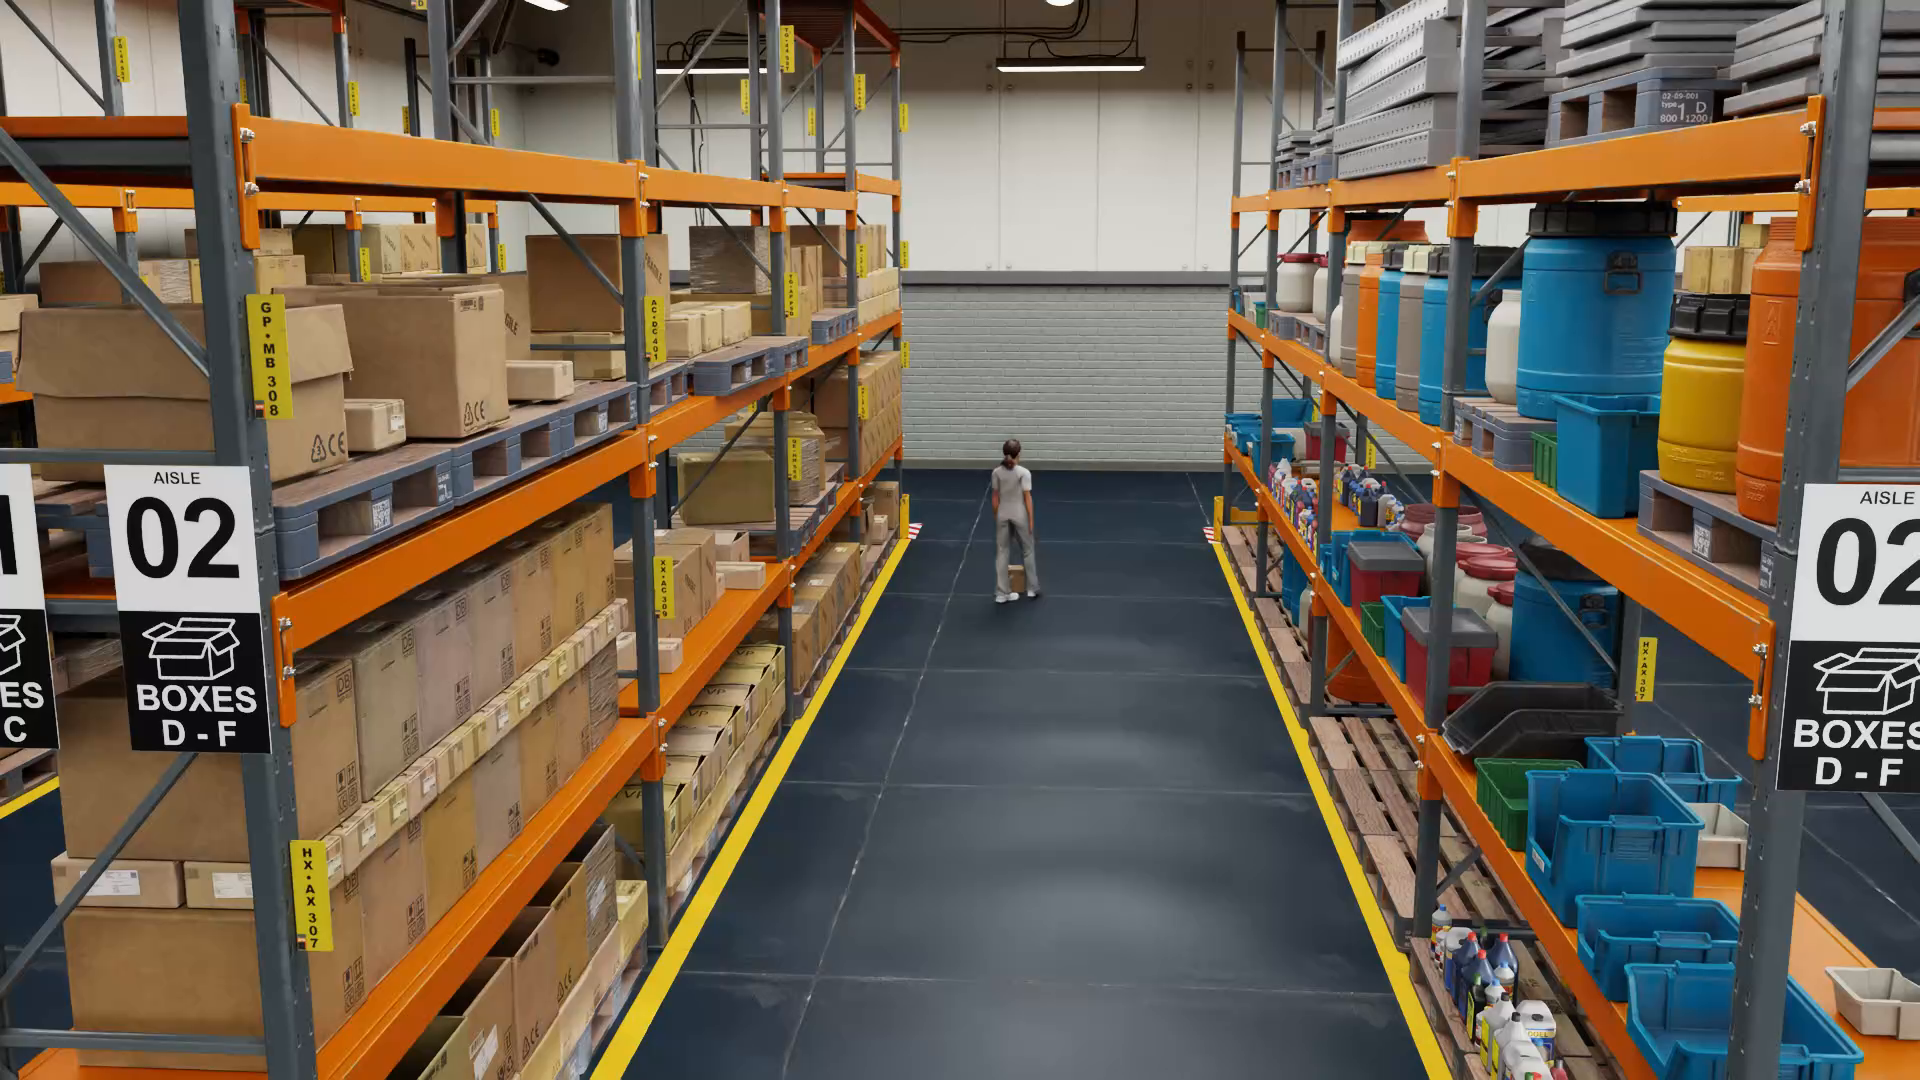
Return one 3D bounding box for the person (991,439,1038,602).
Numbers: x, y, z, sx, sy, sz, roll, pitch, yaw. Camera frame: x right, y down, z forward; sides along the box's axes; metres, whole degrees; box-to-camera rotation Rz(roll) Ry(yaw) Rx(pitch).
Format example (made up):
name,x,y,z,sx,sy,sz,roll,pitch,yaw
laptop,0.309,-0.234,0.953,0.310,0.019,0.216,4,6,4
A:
name,x,y,z,sx,sy,sz,roll,pitch,yaw
person,0.580,-0.167,17.092,0.449,1.556,0.622,4,11,18
